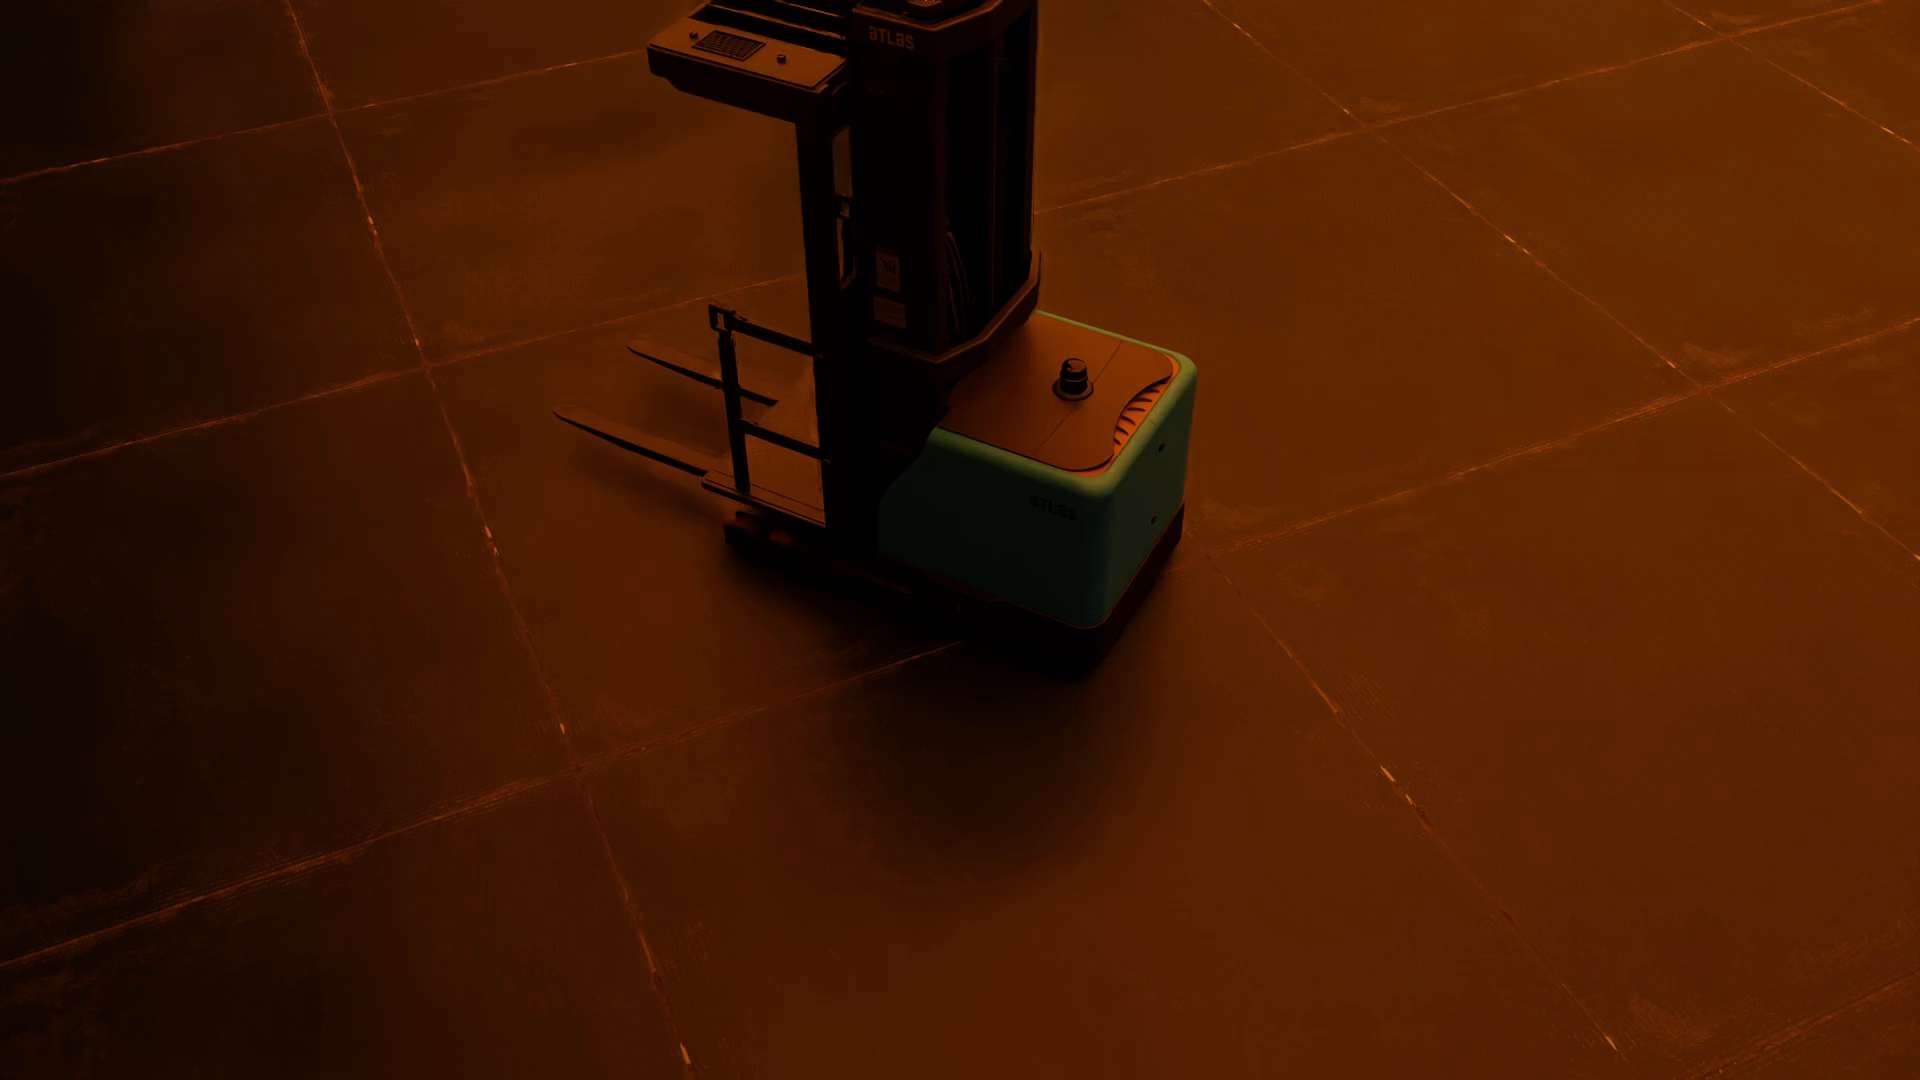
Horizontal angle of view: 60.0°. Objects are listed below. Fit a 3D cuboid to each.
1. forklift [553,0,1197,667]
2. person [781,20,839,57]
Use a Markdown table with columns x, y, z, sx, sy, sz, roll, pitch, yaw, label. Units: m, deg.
| x | y | z | sx | sy | sz | roll | pitch | yaw | label |
| --- | --- | --- | --- | --- | --- | --- | --- | --- | --- |
| -0.516 | -1.251 | 7.021 | 3.031 | 2.935 | 1.130 | 20 | 47 | 20 | forklift |
| -1.023 | -3.554 | 10.324 | 0.694 | 1.776 | 0.581 | -24 | 48 | -24 | person |
